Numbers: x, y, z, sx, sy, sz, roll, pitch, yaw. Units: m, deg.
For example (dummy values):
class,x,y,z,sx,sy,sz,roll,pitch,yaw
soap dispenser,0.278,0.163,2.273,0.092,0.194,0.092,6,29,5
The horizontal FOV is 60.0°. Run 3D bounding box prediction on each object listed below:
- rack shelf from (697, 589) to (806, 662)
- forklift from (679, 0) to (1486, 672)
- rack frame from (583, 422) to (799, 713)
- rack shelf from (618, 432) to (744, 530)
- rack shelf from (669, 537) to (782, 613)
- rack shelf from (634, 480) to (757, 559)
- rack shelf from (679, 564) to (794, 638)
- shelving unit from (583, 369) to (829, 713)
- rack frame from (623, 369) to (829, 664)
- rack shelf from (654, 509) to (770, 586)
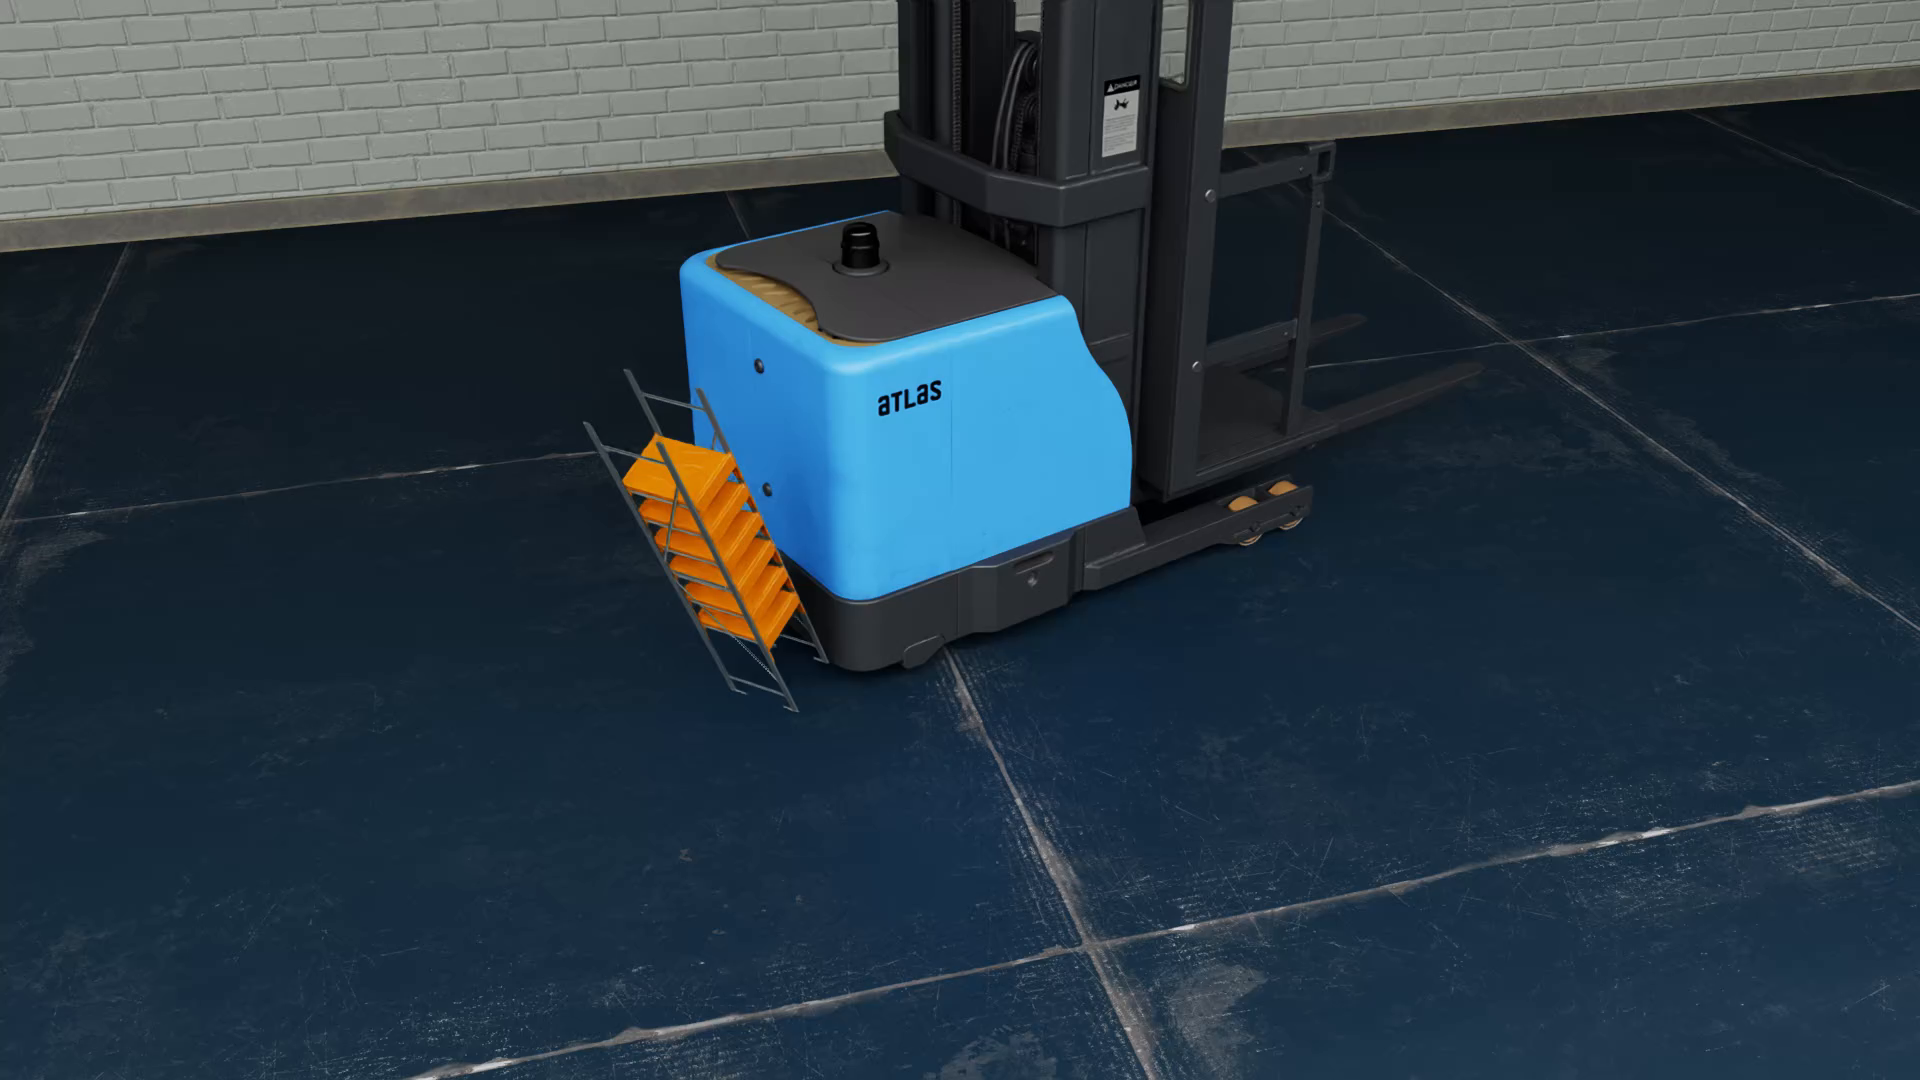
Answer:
class,x,y,z,sx,sy,sz,roll,pitch,yaw
rack shelf,-0.599,0.214,4.723,0.258,0.103,0.180,15,57,25
forklift,0.618,-1.446,5.322,3.031,2.935,1.130,-19,35,-30
rack frame,-0.695,0.109,4.461,0.240,1.200,0.006,15,57,25
rack shelf,-0.717,-0.153,4.264,0.258,0.103,0.180,15,57,25
rack shelf,-0.646,0.068,4.540,0.258,0.103,0.180,15,57,25
rack shelf,-0.693,-0.079,4.356,0.258,0.103,0.180,15,57,25
rack shelf,-0.622,0.141,4.631,0.258,0.103,0.180,15,57,25
shelving unit,-0.655,0.040,4.506,0.258,1.200,0.189,15,57,25
rack frame,-0.614,-0.029,4.550,0.240,1.200,0.006,15,57,25
rack shelf,-0.669,-0.006,4.448,0.258,0.103,0.180,15,57,25
